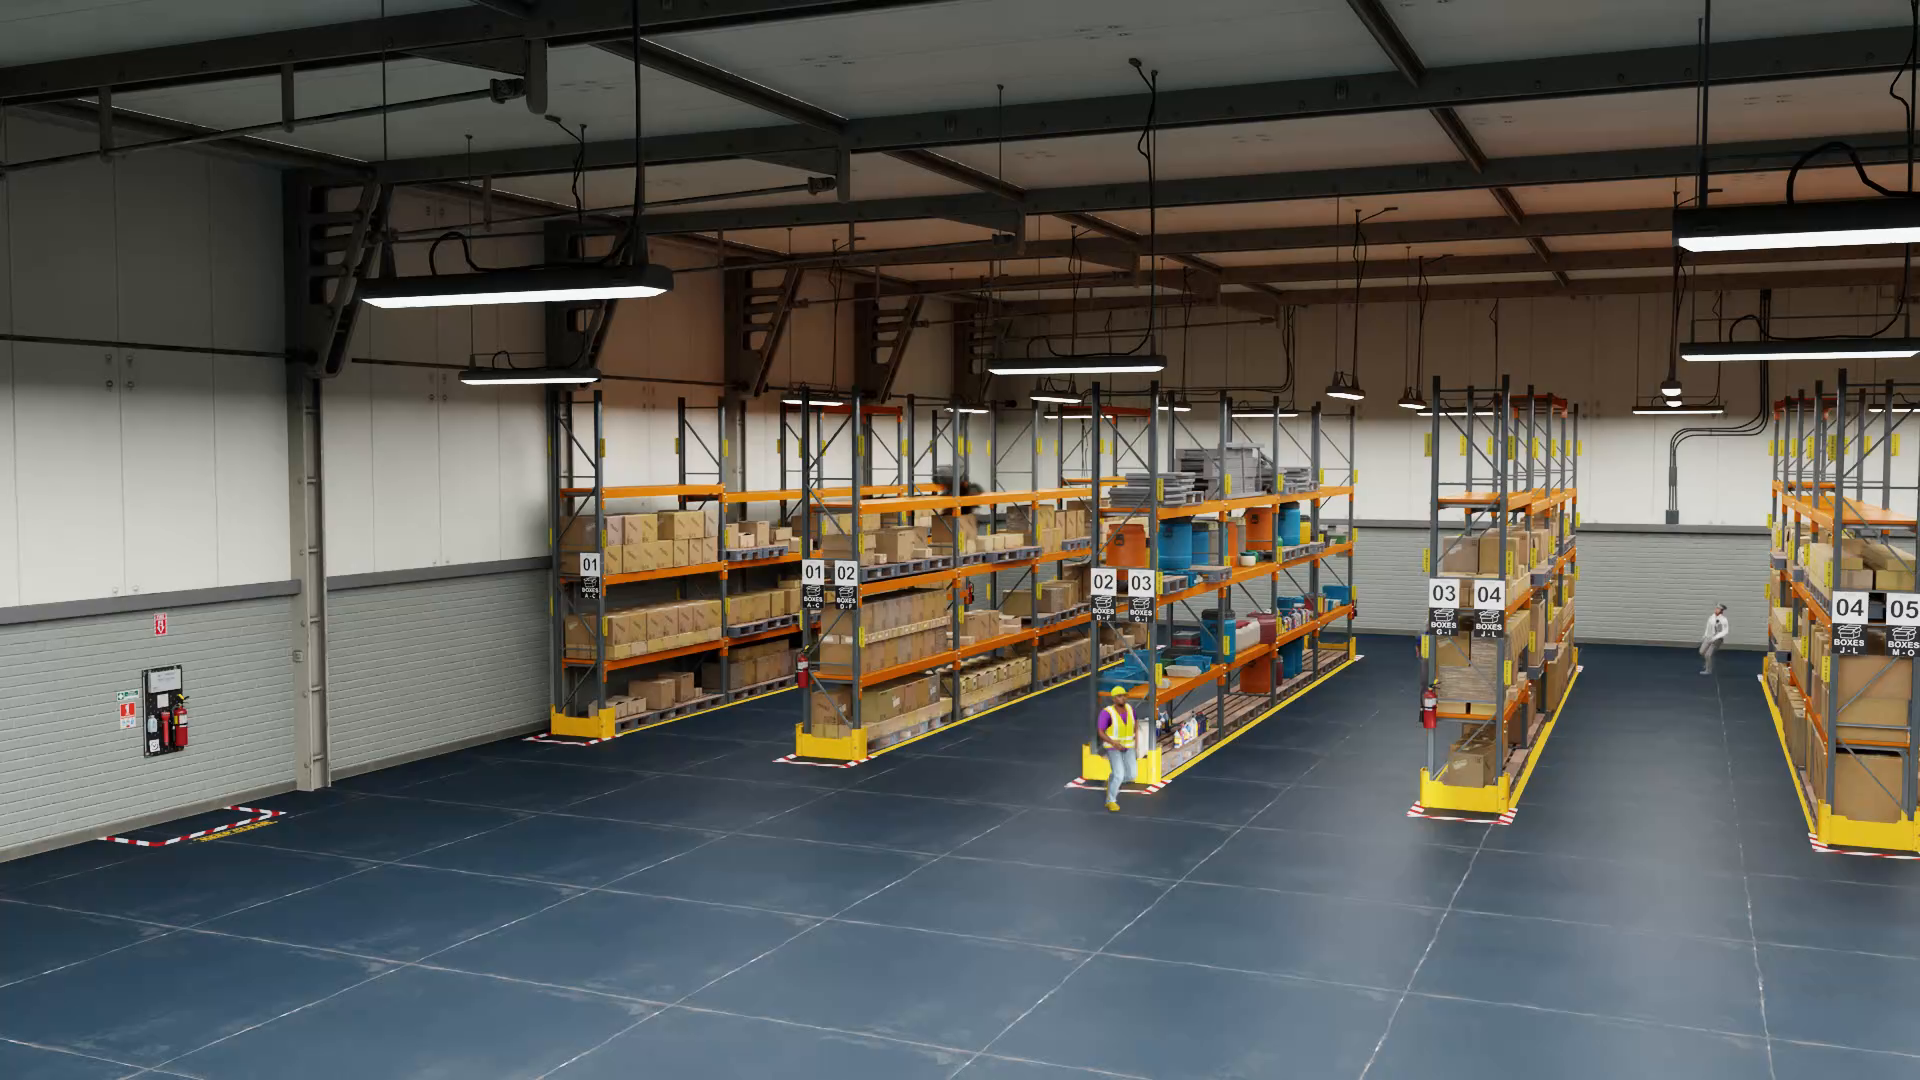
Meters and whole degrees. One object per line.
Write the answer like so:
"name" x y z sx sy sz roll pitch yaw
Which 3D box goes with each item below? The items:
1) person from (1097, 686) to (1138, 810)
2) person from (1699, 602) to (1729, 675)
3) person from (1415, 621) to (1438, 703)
"person" 2.224 2.876 23.018 0.740 1.721 0.647 -2 4 -28
"person" 16.536 2.174 36.504 0.503 1.620 0.638 -2 4 -27
"person" 9.231 2.396 32.726 0.576 1.594 0.588 2 4 27
